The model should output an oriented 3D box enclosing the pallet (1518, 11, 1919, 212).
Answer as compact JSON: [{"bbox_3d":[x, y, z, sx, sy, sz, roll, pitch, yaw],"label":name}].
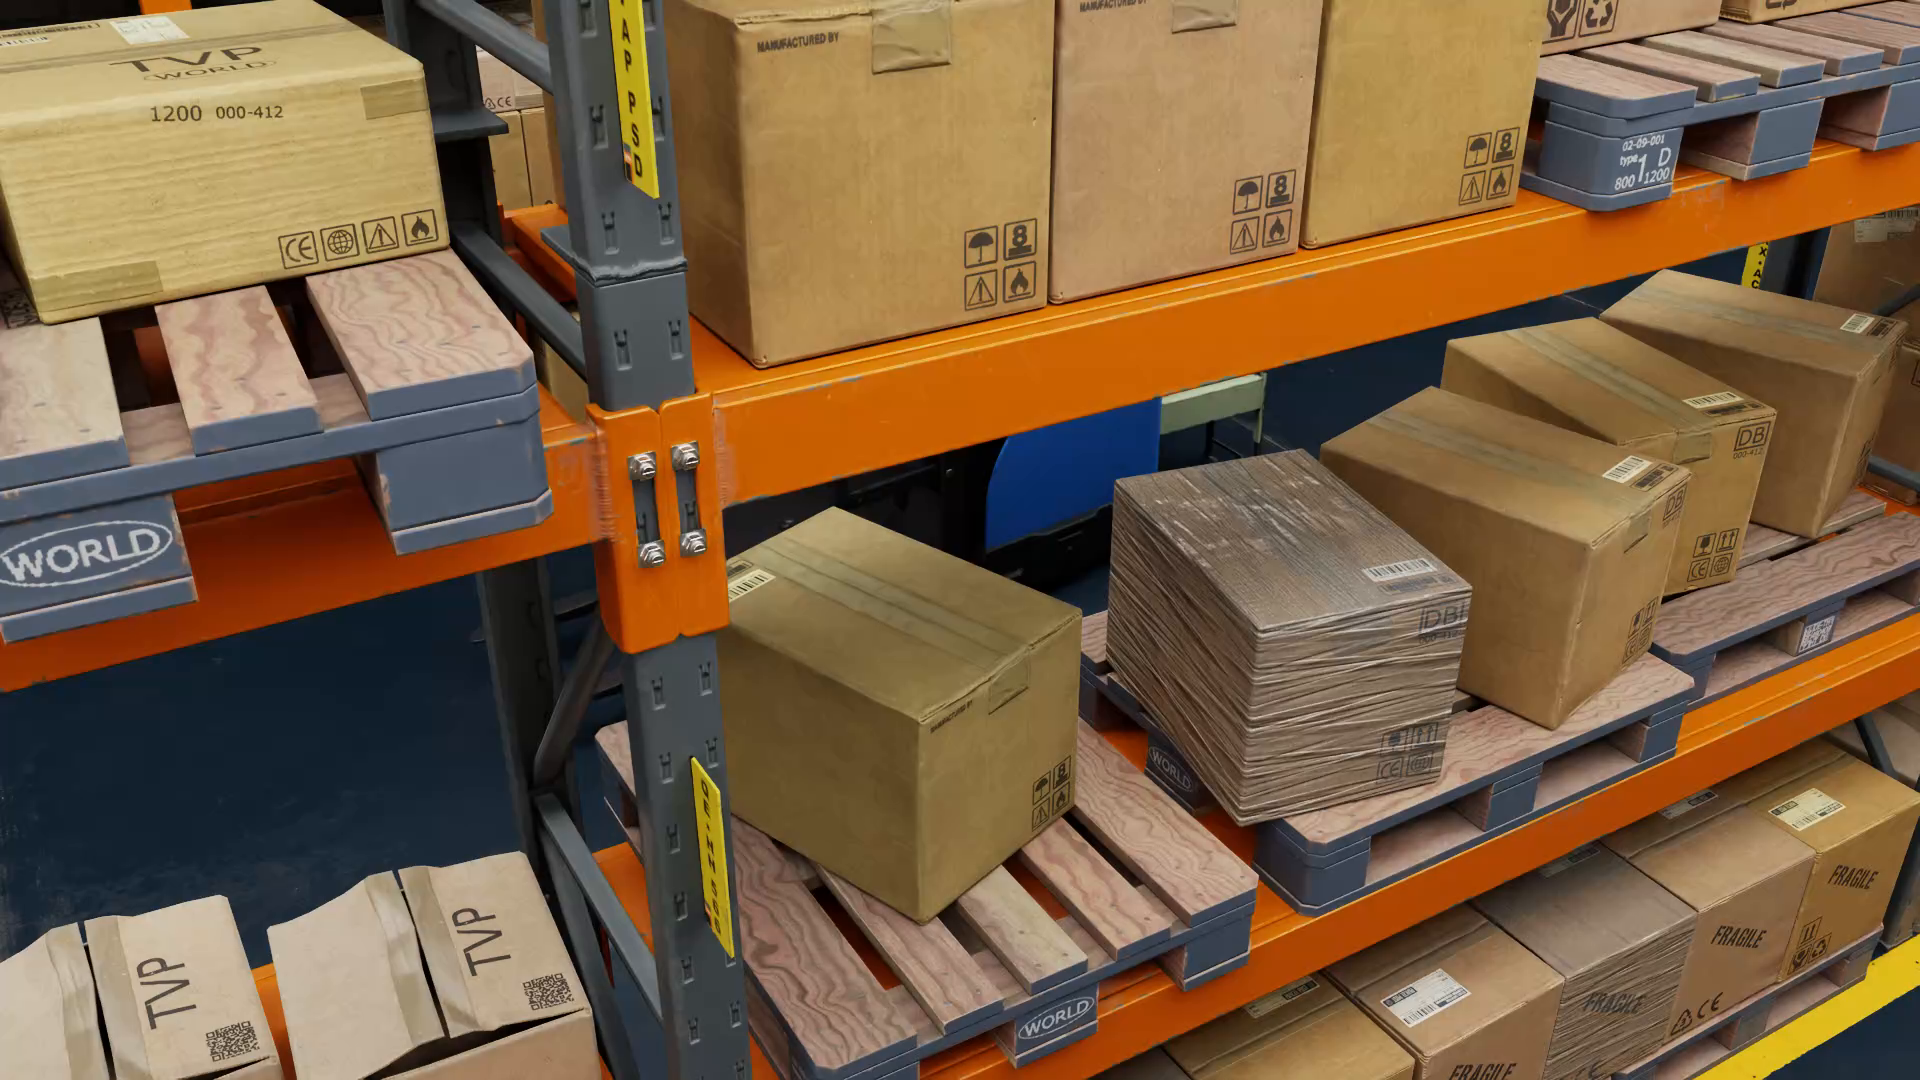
[{"bbox_3d":[1.294,-1.057,3.651,1.003,0.211,1.213,-16,33,-26],"label":"pallet"}]

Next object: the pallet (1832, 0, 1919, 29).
[{"bbox_3d":[2.187,-1.312,4.113,1.003,0.211,1.213,-16,33,-26],"label":"pallet"}]

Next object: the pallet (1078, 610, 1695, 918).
[{"bbox_3d":[1.010,0.374,4.167,1.213,0.211,1.003,-16,33,-26],"label":"pallet"}]

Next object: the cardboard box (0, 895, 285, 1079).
[{"bbox_3d":[-1.533,0.945,3.025,0.500,0.311,0.500,-16,33,-27],"label":"cardboard box"}]

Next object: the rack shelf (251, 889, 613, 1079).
[{"bbox_3d":[-2.388,1.572,2.541,4.000,0.370,1.077,-16,33,-26],"label":"rack shelf"}]

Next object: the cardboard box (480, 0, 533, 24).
[{"bbox_3d":[-2.025,-2.275,7.559,0.500,0.250,0.500,-17,33,-28],"label":"cardboard box"}]

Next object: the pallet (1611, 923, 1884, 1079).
[{"bbox_3d":[2.103,1.224,5.313,1.213,0.211,1.003,-16,33,-26],"label":"pallet"}]

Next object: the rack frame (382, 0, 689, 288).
[{"bbox_3d":[-0.664,-1.859,1.805,0.127,3.000,1.000,-16,33,-26],"label":"rack frame"}]

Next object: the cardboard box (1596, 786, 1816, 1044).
[{"bbox_3d":[2.074,1.048,4.878,0.500,0.500,0.500,-16,33,-26],"label":"cardboard box"}]

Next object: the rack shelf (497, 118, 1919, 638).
[{"bbox_3d":[1.060,-0.720,3.591,4.000,0.370,1.077,-16,33,-26],"label":"rack shelf"}]

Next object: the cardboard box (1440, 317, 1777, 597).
[{"bbox_3d":[1.702,-0.222,4.509,0.500,0.500,0.700,-11,31,-19],"label":"cardboard box"}]

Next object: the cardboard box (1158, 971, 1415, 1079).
[{"bbox_3d":[0.757,1.426,4.193,0.500,0.500,0.500,-16,33,-27],"label":"cardboard box"}]

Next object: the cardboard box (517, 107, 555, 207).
[{"bbox_3d":[-1.744,-1.735,7.358,0.500,0.500,0.500,-16,33,-27],"label":"cardboard box"}]

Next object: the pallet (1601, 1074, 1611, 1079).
[{"bbox_3d":[1.050,1.525,4.768,1.213,0.211,1.003,-16,33,-26],"label":"pallet"}]

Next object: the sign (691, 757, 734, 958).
[{"bbox_3d":[-0.380,0.491,2.557,0.005,0.325,0.100,-16,33,-26],"label":"sign"}]

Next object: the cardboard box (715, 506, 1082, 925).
[{"bbox_3d":[-0.178,0.339,3.493,0.700,0.500,0.500,22,36,34],"label":"cardboard box"}]

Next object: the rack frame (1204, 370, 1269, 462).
[{"bbox_3d":[1.366,-1.009,8.026,0.023,1.500,0.400,-16,33,-27],"label":"rack frame"}]

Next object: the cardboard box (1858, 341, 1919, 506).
[{"bbox_3d":[3.086,-0.484,5.420,0.500,0.500,0.500,-15,32,-26],"label":"cardboard box"}]

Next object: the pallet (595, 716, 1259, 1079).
[{"bbox_3d":[-0.115,0.657,3.654,1.003,0.211,1.213,-16,33,-26],"label":"pallet"}]

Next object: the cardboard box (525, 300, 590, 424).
[{"bbox_3d":[-1.718,-0.875,8.021,0.750,0.750,0.750,-16,33,-27],"label":"cardboard box"}]

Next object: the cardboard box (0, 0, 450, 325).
[{"bbox_3d":[-1.027,-0.529,2.221,0.500,0.250,0.500,-19,34,-30],"label":"cardboard box"}]

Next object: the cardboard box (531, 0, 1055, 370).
[{"bbox_3d":[-0.305,-0.710,2.724,0.500,0.500,0.910,-16,33,-26],"label":"cardboard box"}]

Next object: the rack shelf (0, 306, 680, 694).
[{"bbox_3d":[-2.388,0.259,1.816,4.000,0.370,1.077,-16,33,-26],"label":"rack shelf"}]

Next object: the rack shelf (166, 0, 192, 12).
[{"bbox_3d":[-1.452,-2.783,7.328,4.000,0.370,1.077,-16,33,-26],"label":"rack shelf"}]

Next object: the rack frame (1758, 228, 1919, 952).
[{"bbox_3d":[2.785,-0.211,5.029,0.127,3.000,1.000,-16,33,-26],"label":"rack frame"}]

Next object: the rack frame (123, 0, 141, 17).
[{"bbox_3d":[-3.177,-1.295,6.992,0.127,3.000,1.000,-16,33,-26],"label":"rack frame"}]

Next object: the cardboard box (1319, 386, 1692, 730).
[{"bbox_3d":[1.293,0.019,4.073,0.700,0.500,0.500,26,38,38],"label":"cardboard box"}]

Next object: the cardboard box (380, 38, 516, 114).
[{"bbox_3d":[-2.192,-1.942,6.956,0.500,0.250,0.500,-16,33,-27],"label":"cardboard box"}]

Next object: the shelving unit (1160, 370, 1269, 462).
[{"bbox_3d":[1.051,-0.919,7.862,0.755,1.500,0.431,-16,33,-27],"label":"shelving unit"}]

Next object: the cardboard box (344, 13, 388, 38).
[{"bbox_3d":[-2.469,-2.150,7.334,0.500,0.250,0.500,-17,33,-28],"label":"cardboard box"}]

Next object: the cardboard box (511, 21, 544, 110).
[{"bbox_3d":[-1.763,-2.066,7.180,0.500,0.250,0.500,-16,33,-26],"label":"cardboard box"}]

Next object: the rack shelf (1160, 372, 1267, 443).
[{"bbox_3d":[1.051,-0.633,8.020,0.720,0.370,0.431,-16,33,-27],"label":"rack shelf"}]

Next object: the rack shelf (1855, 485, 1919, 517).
[{"bbox_3d":[4.509,-0.386,6.090,4.000,0.370,1.077,-16,33,-26],"label":"rack shelf"}]

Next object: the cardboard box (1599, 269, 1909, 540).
[{"bbox_3d":[2.263,-0.416,4.862,0.700,0.500,0.500,22,36,34],"label":"cardboard box"}]

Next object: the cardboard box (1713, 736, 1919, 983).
[{"bbox_3d":[2.504,0.931,5.091,0.500,0.500,0.500,-16,33,-27],"label":"cardboard box"}]

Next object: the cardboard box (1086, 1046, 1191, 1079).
[{"bbox_3d":[0.322,1.547,3.975,0.500,0.500,0.500,-17,33,-28],"label":"cardboard box"}]

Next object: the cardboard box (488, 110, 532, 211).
[{"bbox_3d":[-2.172,-1.614,7.139,0.500,0.500,0.500,-15,32,-25],"label":"cardboard box"}]

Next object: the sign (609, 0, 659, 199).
[{"bbox_3d":[-0.390,-0.573,1.963,0.005,0.325,0.100,-16,33,-26],"label":"sign"}]

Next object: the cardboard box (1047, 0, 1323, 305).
[{"bbox_3d":[0.135,-0.835,2.951,0.500,0.500,0.910,-16,33,-26],"label":"cardboard box"}]

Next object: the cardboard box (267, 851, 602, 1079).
[{"bbox_3d":[-1.000,0.878,3.148,0.500,0.311,0.500,-14,32,-23],"label":"cardboard box"}]

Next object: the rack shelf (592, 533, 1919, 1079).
[{"bbox_3d":[1.060,0.593,4.315,4.000,0.370,1.077,-16,33,-26],"label":"rack shelf"}]

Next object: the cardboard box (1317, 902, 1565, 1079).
[{"bbox_3d":[1.204,1.296,4.429,0.500,0.500,0.500,-17,33,-28],"label":"cardboard box"}]

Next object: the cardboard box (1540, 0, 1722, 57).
[{"bbox_3d":[1.165,-1.376,3.393,0.600,0.600,0.600,-17,33,-28],"label":"cardboard box"}]

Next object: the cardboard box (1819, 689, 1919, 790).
[{"bbox_3d":[3.256,0.761,5.595,0.500,0.311,0.500,-16,33,-26],"label":"cardboard box"}]

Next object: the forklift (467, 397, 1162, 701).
[{"bbox_3d":[-0.559,-1.028,6.580,3.031,2.935,1.130,-21,35,-33],"label":"forklift"}]

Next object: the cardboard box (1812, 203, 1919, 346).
[{"bbox_3d":[3.090,-0.925,5.183,0.500,0.500,0.500,-16,33,-26],"label":"cardboard box"}]

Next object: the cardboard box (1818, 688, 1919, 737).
[{"bbox_3d":[3.132,0.433,5.993,0.500,0.500,0.500,-16,33,-26],"label":"cardboard box"}]

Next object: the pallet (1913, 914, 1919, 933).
[{"bbox_3d":[3.377,0.842,6.006,1.213,0.211,1.003,-16,33,-26],"label":"pallet"}]

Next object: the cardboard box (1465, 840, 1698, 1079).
[{"bbox_3d":[1.641,1.171,4.656,0.500,0.500,0.500,-15,32,-26],"label":"cardboard box"}]

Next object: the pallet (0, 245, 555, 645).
[{"bbox_3d":[-1.204,-0.260,2.207,1.003,0.211,1.213,-14,32,-24],"label":"pallet"}]

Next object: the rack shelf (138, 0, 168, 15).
[{"bbox_3d":[-4.901,-1.804,5.554,4.000,0.370,1.077,-16,33,-26],"label":"rack shelf"}]

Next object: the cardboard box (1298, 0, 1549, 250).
[{"bbox_3d":[0.583,-0.962,3.181,0.500,0.500,0.910,-16,33,-26],"label":"cardboard box"}]

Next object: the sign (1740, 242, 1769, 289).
[{"bbox_3d":[2.503,-0.815,5.226,0.005,0.325,0.100,-16,33,-26],"label":"sign"}]

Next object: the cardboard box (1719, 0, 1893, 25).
[{"bbox_3d":[1.748,-1.530,3.673,0.600,0.600,0.600,-16,33,-27],"label":"cardboard box"}]

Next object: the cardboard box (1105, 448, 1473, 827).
[{"bbox_3d":[0.707,0.195,3.755,0.500,0.500,0.700,-10,30,-17],"label":"cardboard box"}]

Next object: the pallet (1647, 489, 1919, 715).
[{"bbox_3d":[2.040,0.023,4.803,1.213,0.211,1.003,-16,33,-26],"label":"pallet"}]

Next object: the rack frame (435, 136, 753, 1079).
[{"bbox_3d":[-0.664,0.768,3.254,0.127,3.000,1.000,-16,33,-26],"label":"rack frame"}]
